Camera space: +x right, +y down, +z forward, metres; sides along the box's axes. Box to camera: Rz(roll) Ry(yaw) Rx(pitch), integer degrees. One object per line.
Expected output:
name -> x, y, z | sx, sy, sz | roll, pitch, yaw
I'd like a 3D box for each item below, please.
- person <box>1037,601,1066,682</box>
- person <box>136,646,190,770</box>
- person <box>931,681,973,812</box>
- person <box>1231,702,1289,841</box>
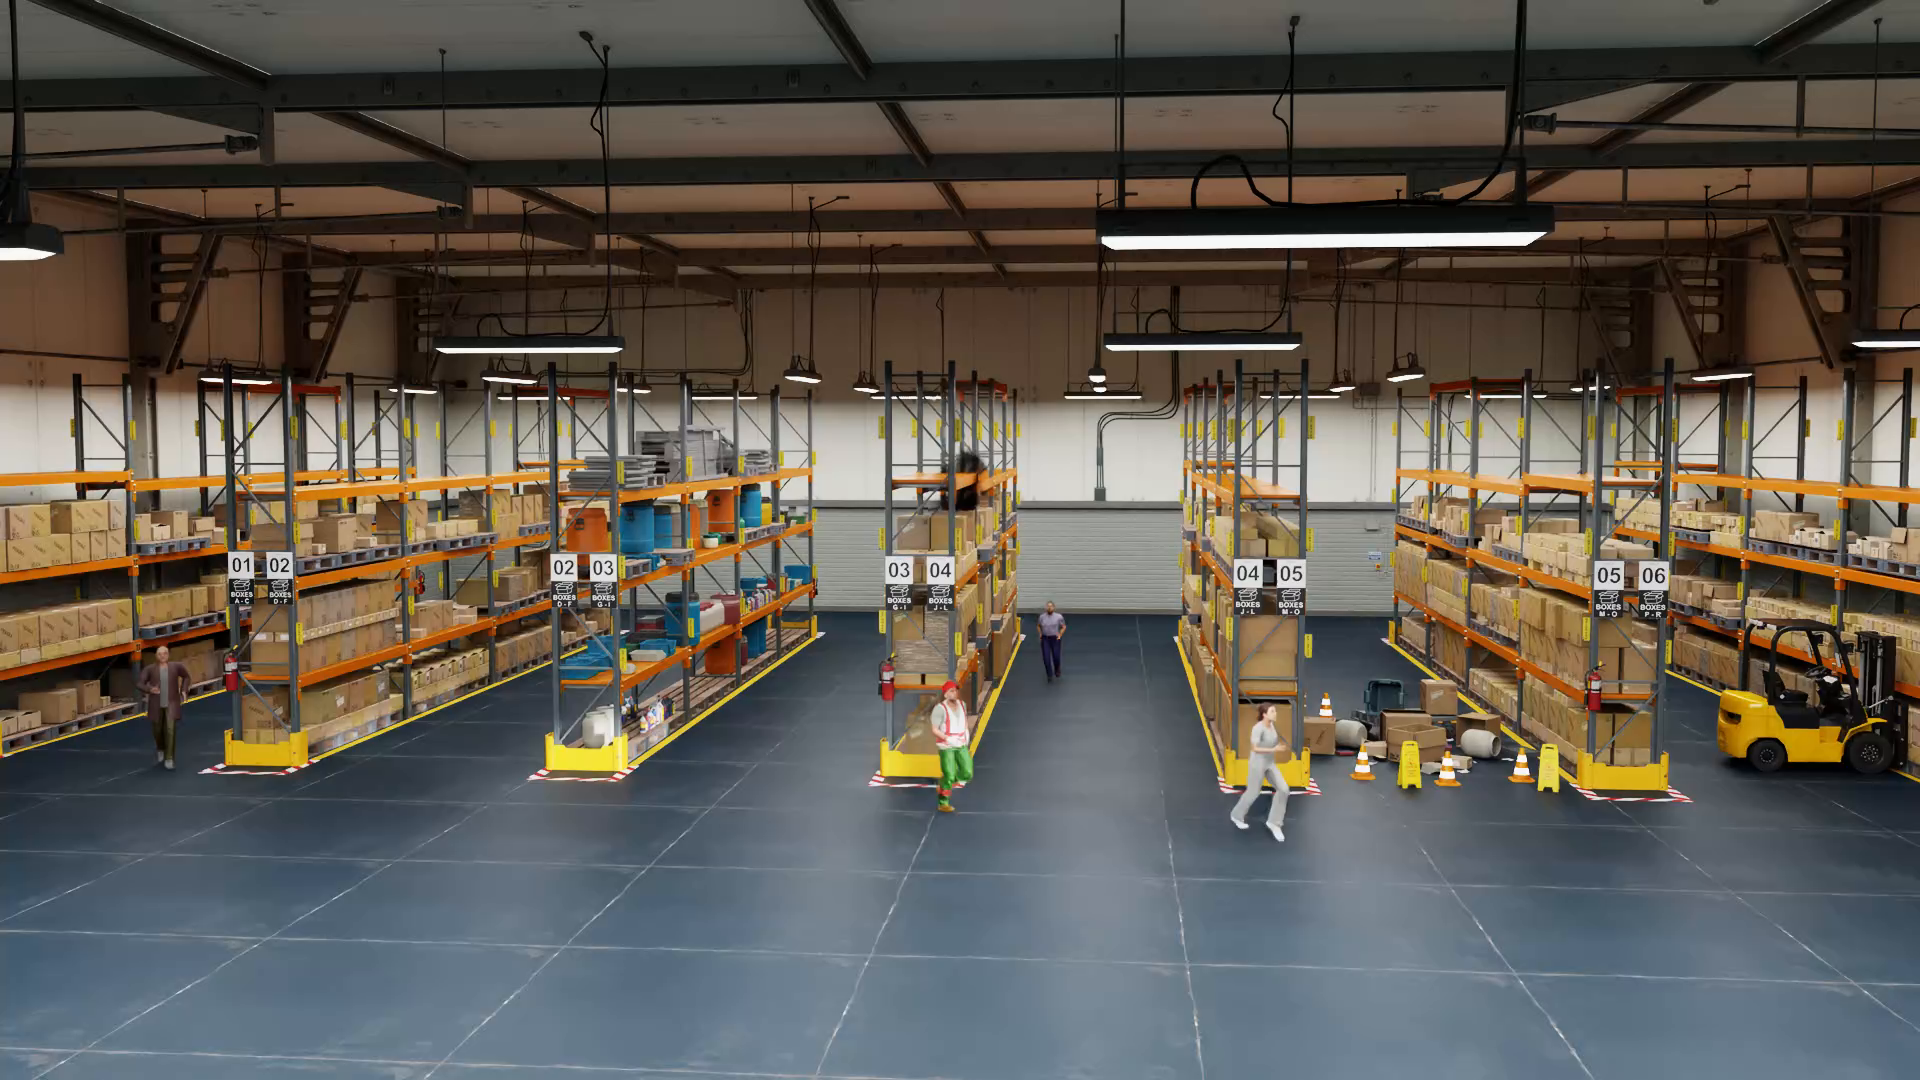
person -> 1.807, 2.022, 33.161 | 0.586, 1.601, 0.516 | 1, 4, 10
person -> -11.858, 2.466, 24.769 | 0.725, 1.780, 0.932 | -2, 4, -23
person -> -0.078, 2.704, 21.747 | 0.684, 1.744, 0.660 | -3, 5, -37
person -> 3.699, 2.825, 20.521 | 0.812, 1.701, 0.586 | 4, 5, 44
